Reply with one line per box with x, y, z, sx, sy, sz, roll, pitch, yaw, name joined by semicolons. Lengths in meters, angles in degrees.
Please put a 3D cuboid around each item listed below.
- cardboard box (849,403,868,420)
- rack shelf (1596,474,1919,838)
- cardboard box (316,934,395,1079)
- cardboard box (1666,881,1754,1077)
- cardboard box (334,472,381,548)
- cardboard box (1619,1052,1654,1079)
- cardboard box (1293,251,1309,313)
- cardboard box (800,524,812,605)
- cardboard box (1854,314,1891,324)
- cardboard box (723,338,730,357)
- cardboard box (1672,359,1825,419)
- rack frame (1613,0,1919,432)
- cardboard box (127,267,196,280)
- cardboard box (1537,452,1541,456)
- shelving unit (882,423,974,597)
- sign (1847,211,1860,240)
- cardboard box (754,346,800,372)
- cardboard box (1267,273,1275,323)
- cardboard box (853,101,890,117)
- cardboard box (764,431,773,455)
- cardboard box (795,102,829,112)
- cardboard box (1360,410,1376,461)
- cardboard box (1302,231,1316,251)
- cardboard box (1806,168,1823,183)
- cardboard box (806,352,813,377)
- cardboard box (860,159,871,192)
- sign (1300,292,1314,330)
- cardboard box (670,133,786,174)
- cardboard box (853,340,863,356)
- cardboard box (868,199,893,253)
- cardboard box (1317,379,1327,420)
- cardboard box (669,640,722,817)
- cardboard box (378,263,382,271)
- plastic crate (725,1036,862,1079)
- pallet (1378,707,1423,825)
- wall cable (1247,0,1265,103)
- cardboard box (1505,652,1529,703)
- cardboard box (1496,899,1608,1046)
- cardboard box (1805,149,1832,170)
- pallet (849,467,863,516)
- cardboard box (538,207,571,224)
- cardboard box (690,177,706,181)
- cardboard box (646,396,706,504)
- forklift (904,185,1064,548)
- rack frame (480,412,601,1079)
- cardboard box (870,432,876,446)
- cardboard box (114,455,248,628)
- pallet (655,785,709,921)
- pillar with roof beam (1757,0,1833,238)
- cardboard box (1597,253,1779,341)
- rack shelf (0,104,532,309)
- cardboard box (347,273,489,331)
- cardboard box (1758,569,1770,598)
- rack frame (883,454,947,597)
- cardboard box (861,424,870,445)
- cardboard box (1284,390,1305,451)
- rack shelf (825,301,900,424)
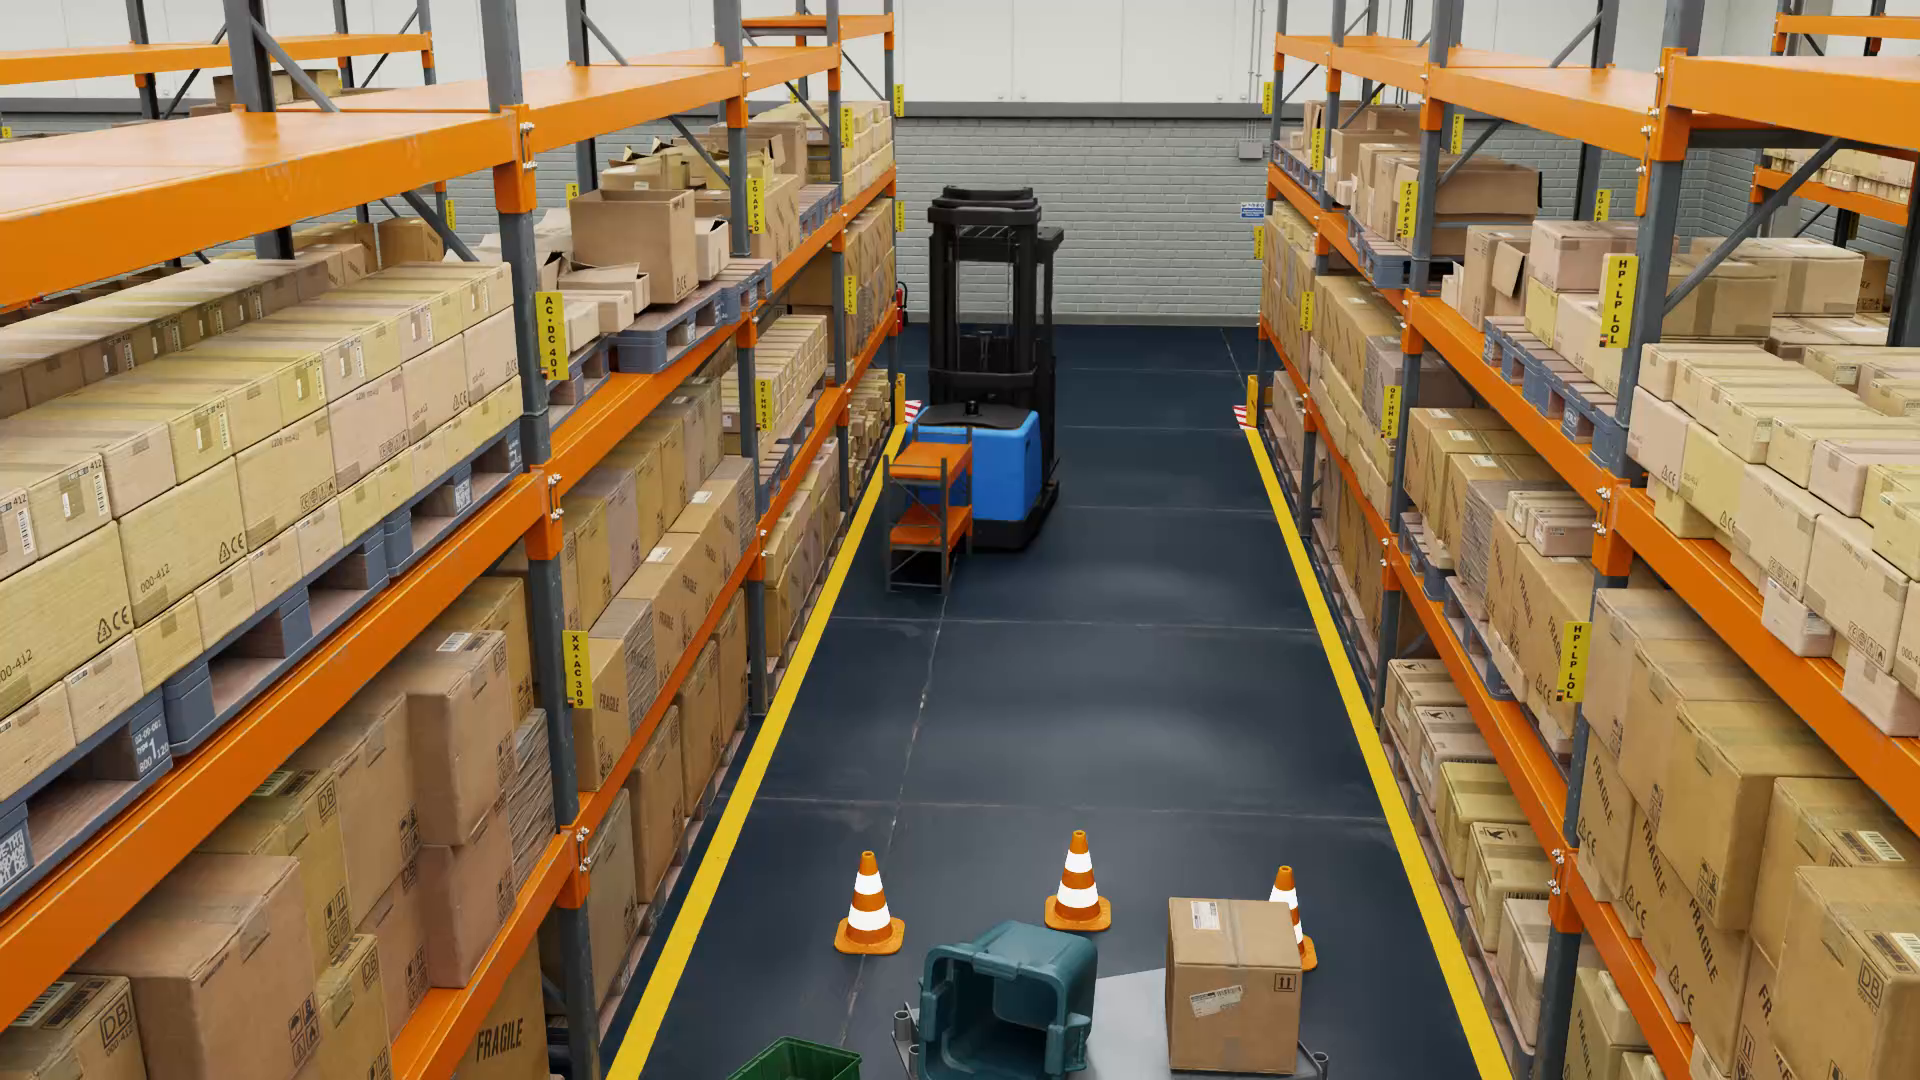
-1.112;-1.252;16.375;0.380;0.149;0.250;1;18;4;cardboard box
2.747;0.564;4.222;1.077;0.370;4.000;1;18;4;rack shelf
-2.180;1.494;4.804;0.875;0.550;0.500;1;18;4;cardboard box
2.519;1.280;5.060;0.500;0.500;0.500;1;18;3;cardboard box
-1.851;-0.090;4.631;0.380;0.149;0.250;1;18;3;cardboard box
2.552;2.121;5.670;0.500;0.500;0.500;2;18;6;cardboard box
3.266;-2.291;14.831;0.500;0.500;0.500;1;18;3;cardboard box
-1.398;0.164;12.446;0.500;0.500;0.500;1;18;3;cardboard box
8.278;-1.893;15.145;0.500;0.250;0.500;1;18;4;cardboard box
-2.023;-1.544;13.092;0.380;0.149;0.250;1;18;3;cardboard box
2.552;-0.486;5.396;0.380;0.149;0.250;2;18;6;cardboard box
2.890;-1.824;5.539;1.000;3.000;0.127;1;18;4;rack frame
-6.459;-2.005;13.953;0.797;0.503;0.637;1;18;2;cardboard box
3.395;-0.296;9.196;0.500;0.500;0.500;1;18;3;cardboard box
-0.247;-0.262;13.416;0.538;1.125;1.048;4;18;11;shelving unit
9.254;-3.273;17.226;0.100;0.325;0.005;1;18;4;sign
-1.409;-1.366;12.549;0.380;0.149;0.250;0;18;1;cardboard box
3.421;-2.447;16.914;0.500;0.500;0.500;1;18;3;cardboard box
-0.925;-4.451;17.170;0.380;0.149;0.250;1;18;3;cardboard box
-1.496;-0.677;11.400;0.380;0.149;0.250;2;18;7;cardboard box
-1.481;-4.386;16.973;0.380;0.149;0.250;2;18;6;cardboard box
2.991;-0.697;11.172;0.500;0.250;0.500;1;18;2;cardboard box
3.305;-2.706;15.056;0.380;0.149;0.250;1;18;3;cardboard box
8.287;-3.485;15.828;0.380;0.149;0.250;1;18;4;cardboard box
-1.366;-1.387;13.089;0.380;0.149;0.250;1;18;2;cardboard box
-1.101;-3.346;15.242;0.500;0.250;0.500;2;18;6;cardboard box
2.910;-1.919;13.945;0.100;0.325;0.005;1;18;4;sign
-1.723;-2.734;12.293;0.797;0.503;0.637;1;18;3;cardboard box
-1.114;-1.825;15.580;0.380;0.149;0.250;2;18;5;cardboard box
-0.979;-3.296;17.420;0.500;0.500;0.500;1;18;3;cardboard box
3.133;-1.095;13.189;0.500;0.250;0.500;1;18;3;cardboard box
-1.960;1.033;9.391;1.050;0.750;0.750;2;18;5;cardboard box
-6.438;-2.849;18.062;0.500;0.250;0.500;1;18;2;cardboard box
-0.760;2.340;6.889;0.450;0.188;0.662;0;15;35;plastic crate
3.119;1.352;9.958;1.003;0.211;1.213;1;18;4;pallet
3.877;-7.324;22.323;0.463;3.000;0.029;1;18;4;wall cable
2.671;0.618;7.449;0.380;0.149;0.250;1;18;3;cardboard box
2.925;1.913;7.314;0.950;0.372;0.625;2;18;5;cardboard box
8.332;-3.638;15.653;0.500;0.250;0.500;1;18;2;cardboard box
-1.468;-0.421;15.370;1.003;0.211;1.213;1;18;4;pallet
-2.039;-1.705;9.300;0.500;0.311;0.500;1;18;4;cardboard box
-1.917;-2.262;11.530;0.500;0.500;0.500;1;18;4;cardboard box
-1.845;-0.521;9.430;0.700;0.500;0.500;1;18;3;cardboard box
0.320;-1.741;15.030;1.130;2.935;3.031;4;18;11;forklift
-2.054;0.947;6.714;1.000;3.000;0.127;1;18;4;rack frame
-1.046;-1.052;16.720;0.380;0.149;0.250;2;18;5;cardboard box
-1.980;-0.011;3.751;0.500;0.250;0.500;1;18;3;cardboard box
-1.990;1.651;9.044;1.003;0.211;1.213;1;18;4;pallet
5.500;-6.355;19.366;9.100;9.000;0.400;1;18;4;pillar with roof beam
2.805;-0.948;6.444;0.500;0.250;0.500;2;18;5;cardboard box
-2.198;-0.750;4.059;1.077;0.370;4.000;1;18;4;rack shelf
-1.781;-0.785;5.473;0.380;0.149;0.250;1;18;4;cardboard box
2.553;0.131;4.792;0.380;0.149;0.250;1;18;2;cardboard box
-0.347;-0.107;12.943;0.500;1.125;0.032;4;18;11;rack frame
-1.079;-1.031;16.180;0.380;0.149;0.250;1;18;3;cardboard box
3.746;-1.191;16.680;0.875;0.438;0.875;2;18;5;cardboard box
-1.338;-1.816;16.305;1.077;0.370;4.000;1;18;4;rack shelf
